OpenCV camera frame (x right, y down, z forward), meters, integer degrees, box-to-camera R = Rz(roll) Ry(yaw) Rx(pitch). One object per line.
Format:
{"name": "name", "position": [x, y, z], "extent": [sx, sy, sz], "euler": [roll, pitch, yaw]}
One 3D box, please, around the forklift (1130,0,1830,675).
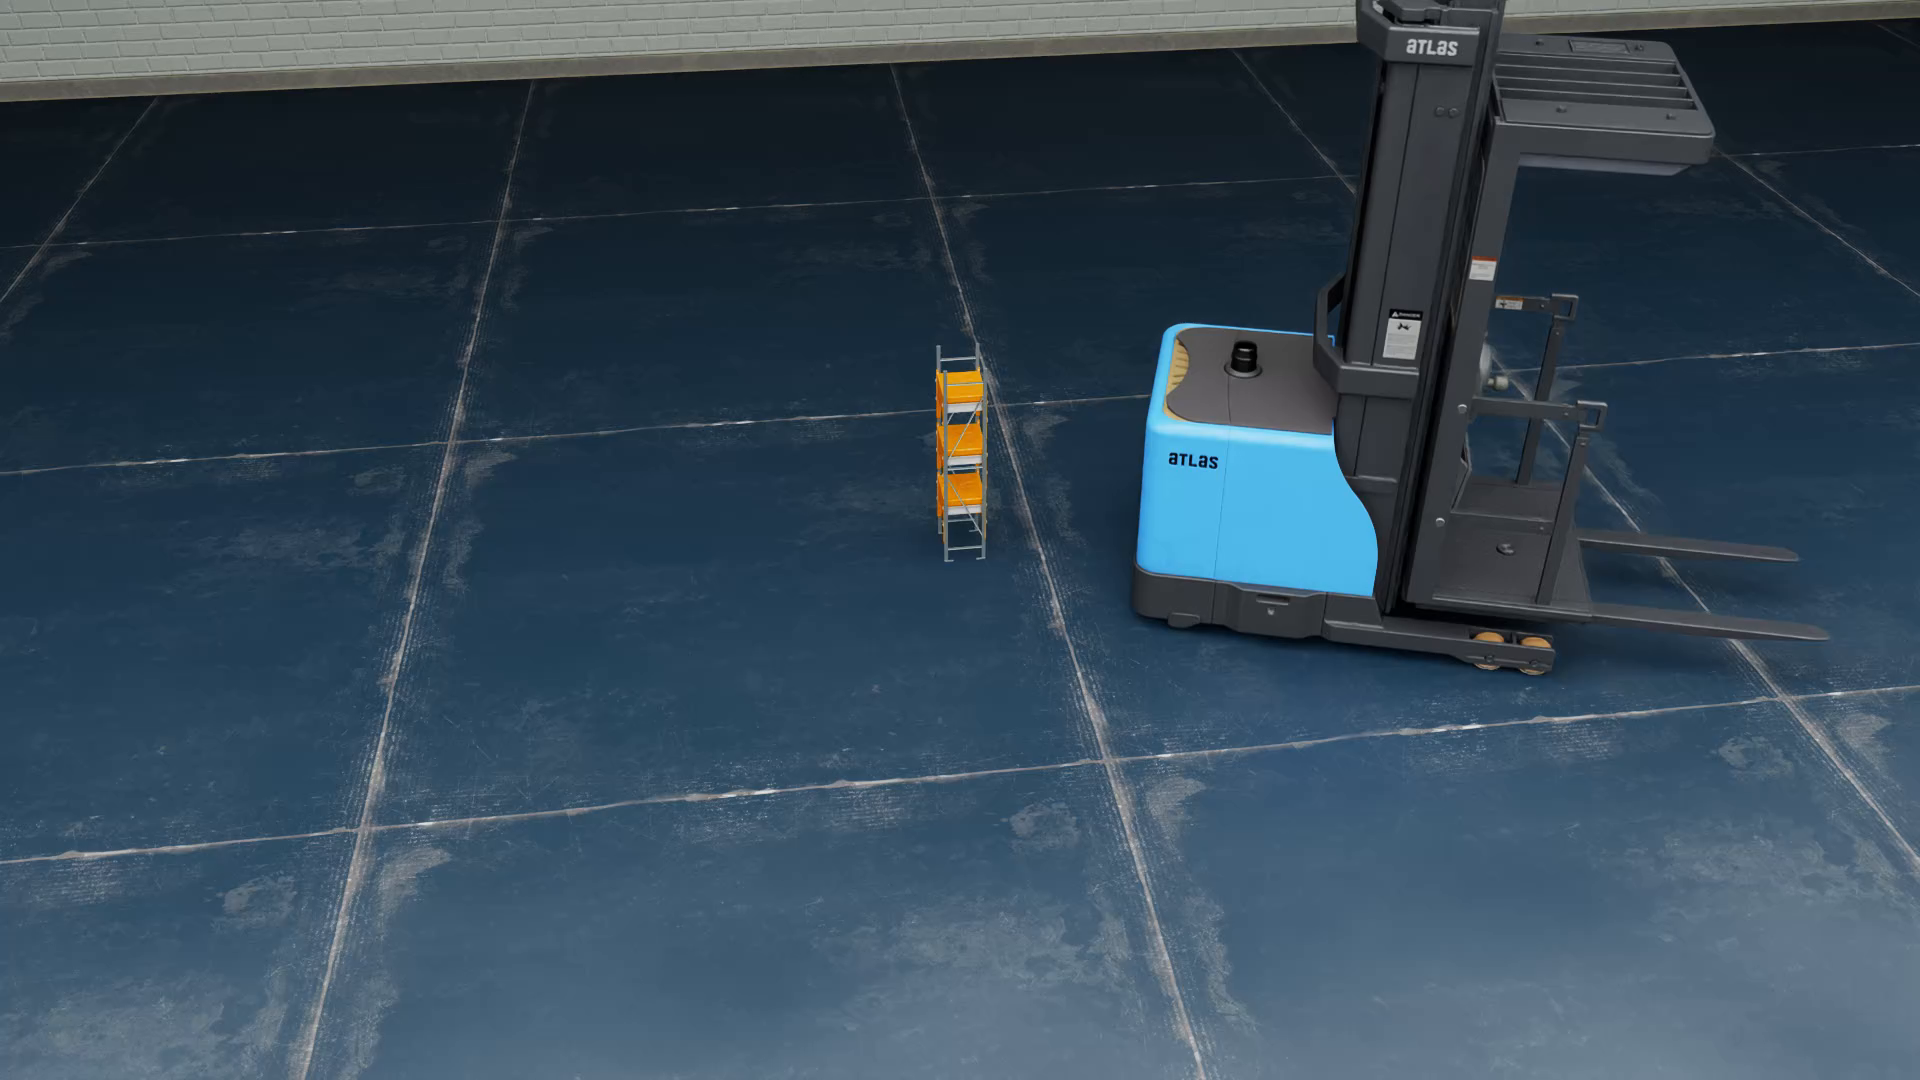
{"name": "forklift", "position": [2.357, -0.940, 7.027], "extent": [3.031, 2.935, 1.130], "euler": [6, 35, 9]}

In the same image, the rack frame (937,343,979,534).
{"name": "rack frame", "position": [-0.009, -0.472, 8.010], "extent": [0.200, 1.050, 0.008], "euler": [-4, 35, -6]}

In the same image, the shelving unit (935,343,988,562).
{"name": "shelving unit", "position": [0.007, -0.404, 7.911], "extent": [0.215, 1.050, 0.252], "euler": [-4, 35, -6]}

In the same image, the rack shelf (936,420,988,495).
{"name": "rack shelf", "position": [0.007, -0.395, 7.916], "extent": [0.215, 0.259, 0.240], "euler": [-4, 35, -6]}

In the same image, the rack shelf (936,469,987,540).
{"name": "rack shelf", "position": [0.007, -0.166, 8.073], "extent": [0.215, 0.259, 0.240], "euler": [-4, 35, -6]}

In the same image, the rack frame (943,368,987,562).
{"name": "rack frame", "position": [0.024, -0.336, 7.811], "extent": [0.200, 1.050, 0.008], "euler": [-4, 35, -6]}

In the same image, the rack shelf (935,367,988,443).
{"name": "rack shelf", "position": [0.007, -0.630, 7.757], "extent": [0.215, 0.259, 0.240], "euler": [-4, 35, -6]}
